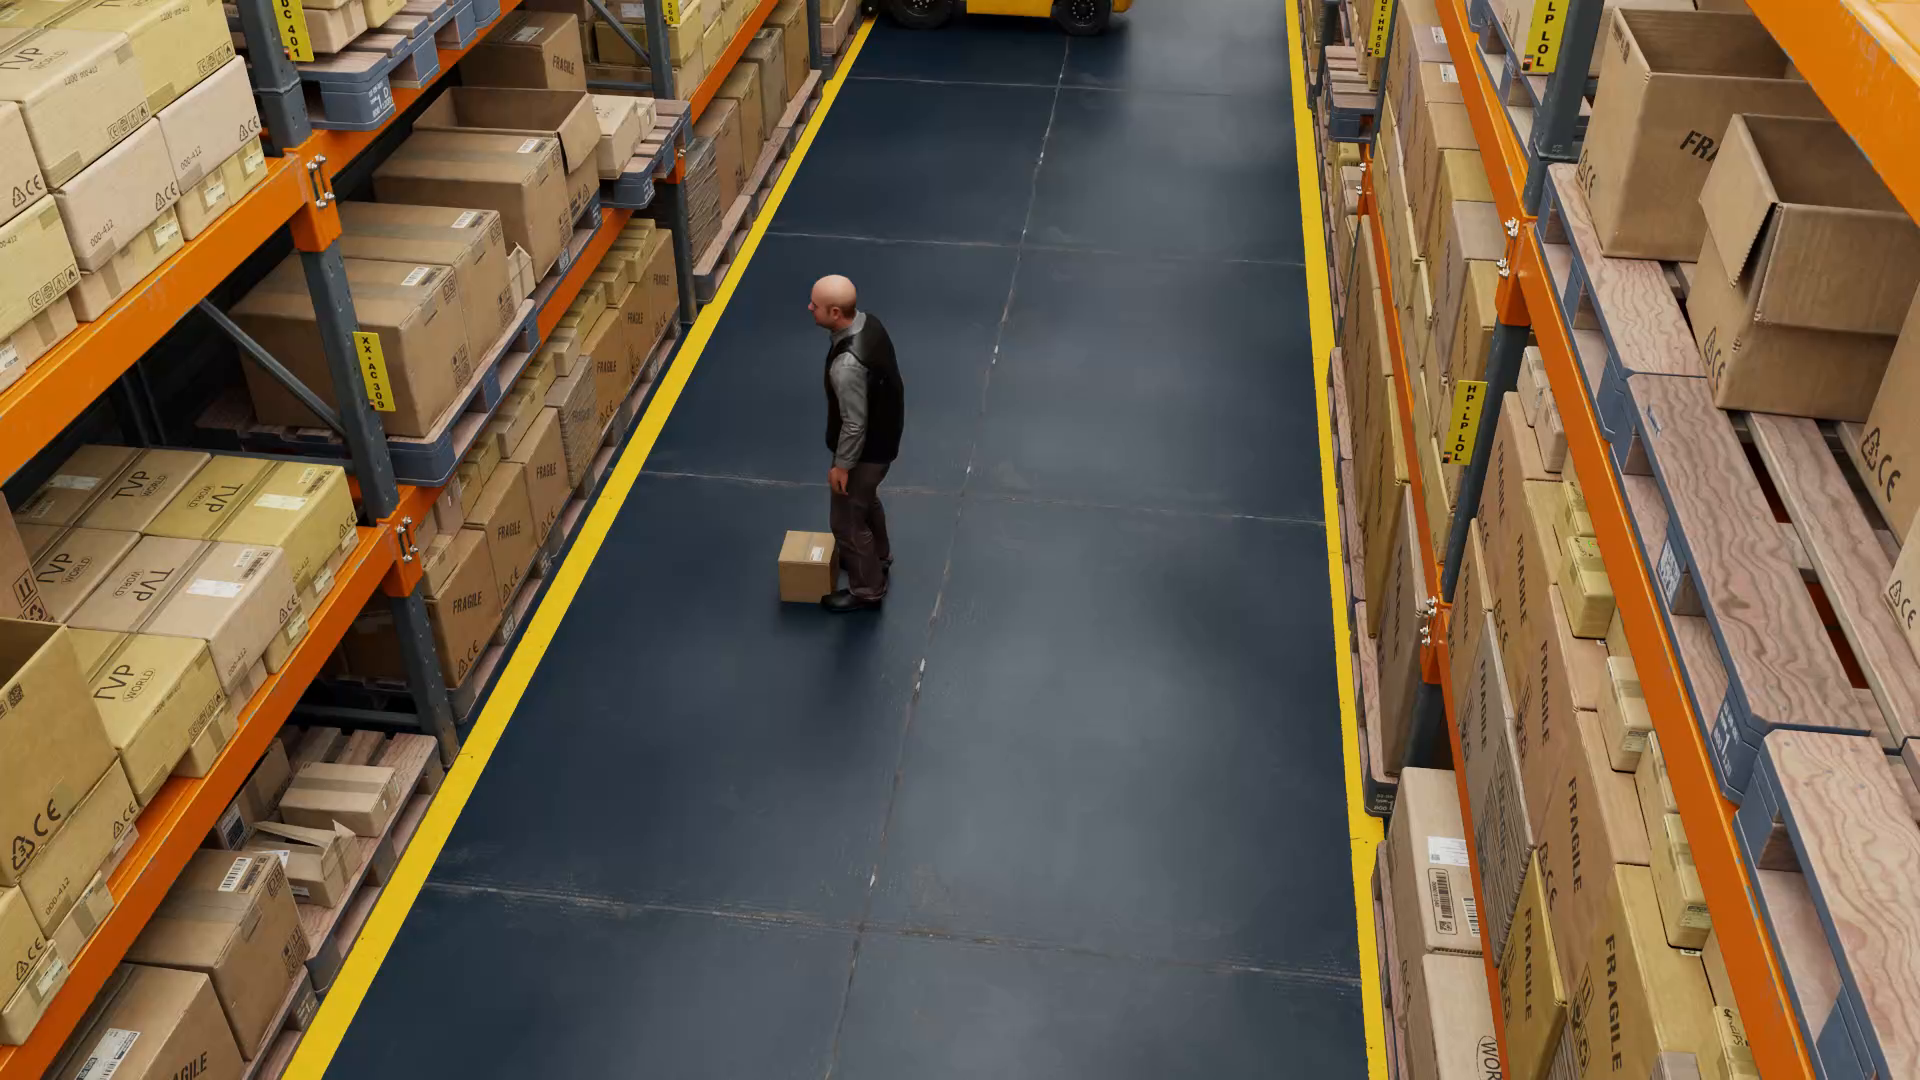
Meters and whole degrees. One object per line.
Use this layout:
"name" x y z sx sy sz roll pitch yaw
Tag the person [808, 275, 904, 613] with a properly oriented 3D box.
"person" -0.459 -0.442 7.672 0.413 1.720 0.589 3 36 5
